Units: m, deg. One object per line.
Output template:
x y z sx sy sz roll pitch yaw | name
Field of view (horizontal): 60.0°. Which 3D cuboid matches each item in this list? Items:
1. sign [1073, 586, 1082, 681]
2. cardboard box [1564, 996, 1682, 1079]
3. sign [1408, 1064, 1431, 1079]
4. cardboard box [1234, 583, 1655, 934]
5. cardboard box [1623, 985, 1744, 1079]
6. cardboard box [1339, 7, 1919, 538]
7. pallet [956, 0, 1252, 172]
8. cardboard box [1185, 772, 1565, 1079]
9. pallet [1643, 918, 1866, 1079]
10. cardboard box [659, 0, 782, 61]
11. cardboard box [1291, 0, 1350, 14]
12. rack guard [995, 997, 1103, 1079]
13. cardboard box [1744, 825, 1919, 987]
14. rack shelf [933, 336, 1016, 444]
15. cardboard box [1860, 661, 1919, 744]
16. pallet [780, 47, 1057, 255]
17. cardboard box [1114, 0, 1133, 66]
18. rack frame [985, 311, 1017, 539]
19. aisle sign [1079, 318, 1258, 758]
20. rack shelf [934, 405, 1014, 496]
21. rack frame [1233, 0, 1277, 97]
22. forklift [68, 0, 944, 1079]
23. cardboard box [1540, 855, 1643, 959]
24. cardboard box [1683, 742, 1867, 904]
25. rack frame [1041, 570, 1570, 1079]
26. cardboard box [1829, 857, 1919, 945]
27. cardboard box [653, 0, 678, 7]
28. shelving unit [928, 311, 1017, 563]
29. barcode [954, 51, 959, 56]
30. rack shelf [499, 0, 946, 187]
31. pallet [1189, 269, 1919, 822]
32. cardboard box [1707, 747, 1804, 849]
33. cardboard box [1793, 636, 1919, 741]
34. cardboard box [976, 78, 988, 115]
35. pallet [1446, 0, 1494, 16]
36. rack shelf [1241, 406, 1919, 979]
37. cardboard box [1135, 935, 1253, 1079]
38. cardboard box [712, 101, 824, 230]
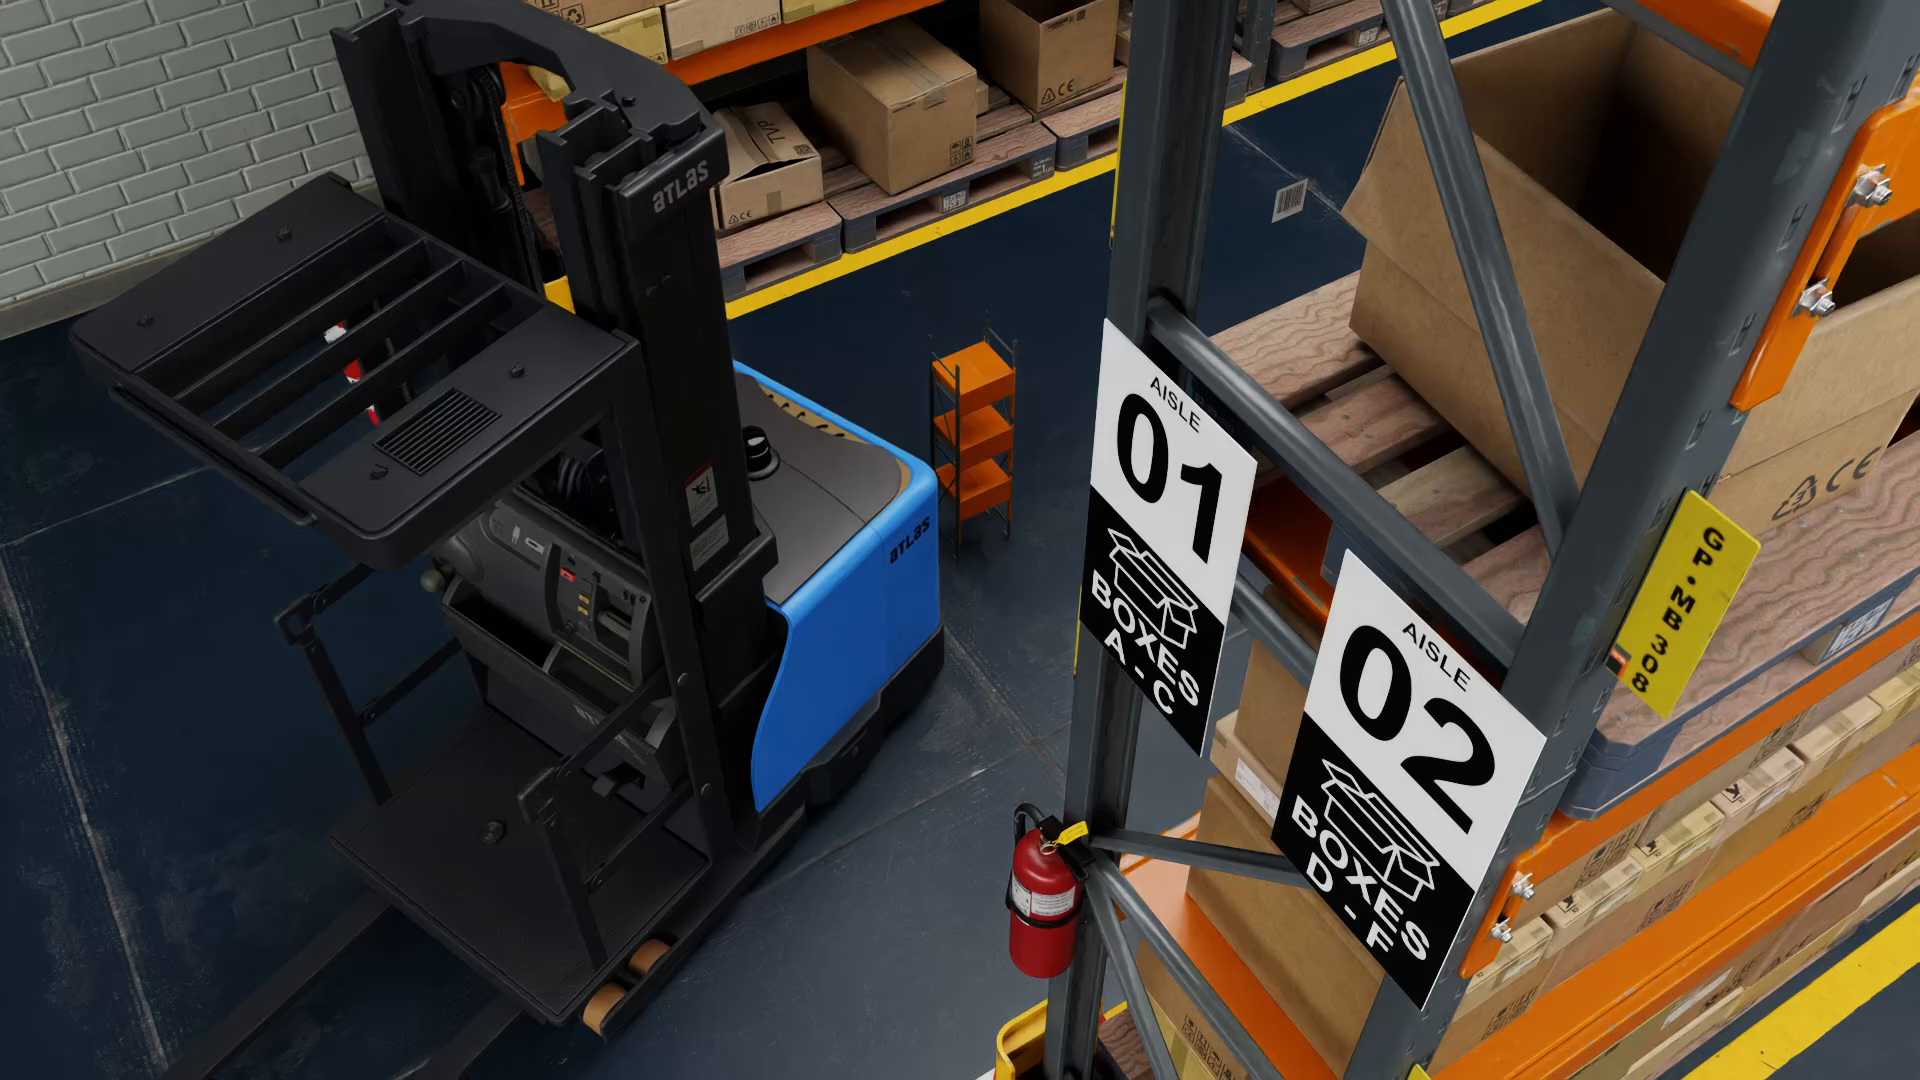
0.280 0.232 3.546 0.005 0.325 0.100 -25 53 -21 | sign
1.551 1.296 4.590 0.500 0.500 0.500 -25 53 -21 | cardboard box
0.848 1.083 3.090 0.005 0.325 0.100 -25 53 -21 | sign
1.004 0.381 3.412 0.500 0.500 0.700 -25 53 -21 | cardboard box
1.974 1.345 5.049 0.500 0.250 0.500 -25 53 -21 | cardboard box
1.046 -0.400 2.590 0.637 0.503 0.797 -22 52 -18 | cardboard box
0.745 -2.459 8.744 1.213 0.211 1.003 -25 53 -21 | pallet
0.959 0.833 3.878 0.500 0.500 0.700 -25 53 -21 | cardboard box
2.212 1.157 5.523 1.213 0.211 1.003 -25 53 -21 | pallet
-1.075 -2.250 6.777 0.500 0.250 0.500 -27 54 -22 | cardboard box
1.908 -3.296 9.001 0.500 0.500 0.700 -24 52 -20 | cardboard box
0.537 1.885 4.682 0.348 0.500 1.175 -25 53 -21 | rack guard
2.400 0.901 4.943 0.500 0.500 0.500 -25 53 -21 | cardboard box
0.045 -0.552 6.118 0.240 0.259 0.215 -25 53 -21 | rack shelf
2.092 0.261 3.953 0.250 0.149 0.380 -26 53 -21 | cardboard box
-0.288 -1.970 8.309 1.213 0.211 1.003 -25 53 -21 | pallet
0.857 -2.649 8.648 0.250 0.166 0.380 -32 56 -25 | cardboard box
0.148 -0.419 6.366 0.008 1.050 0.200 -25 53 -21 | rack frame
0.345 0.020 2.928 0.004 0.787 0.394 -25 53 -21 | aisle sign
0.045 -0.363 6.330 0.240 0.259 0.215 -25 53 -21 | rack shelf
1.294 -3.677 7.961 0.127 3.000 1.000 -25 53 -21 | rack frame
-1.341 0.175 4.577 1.130 2.935 3.031 29 54 23 | forklift
1.226 0.668 3.590 0.250 0.149 0.380 -27 53 -22 | cardboard box
1.824 0.427 4.240 0.500 0.500 0.700 -25 53 -21 | cardboard box
0.557 1.044 3.757 0.127 3.000 1.000 -25 53 -21 | rack frame
2.822 0.950 5.401 0.500 0.250 0.500 -25 53 -21 | cardboard box
-1.102 -2.480 6.480 0.500 0.500 0.500 -25 53 -21 | cardboard box
0.045 -0.370 6.322 0.252 1.050 0.215 -25 53 -21 | shelving unit
-0.035 -2.427 8.388 0.075 0.075 0.001 -25 53 -21 | barcode
-0.398 -2.641 7.520 4.000 0.370 1.077 -25 53 -21 | rack shelf
1.169 -0.189 2.906 1.213 0.211 1.003 -25 53 -21 | pallet
1.652 0.470 3.766 0.250 0.149 0.380 -26 53 -21 | cardboard box
1.871 -0.034 3.781 0.500 0.500 0.700 -25 53 -21 | cardboard box
-0.069 -2.250 8.305 0.250 0.149 0.380 -29 55 -24 | cardboard box
2.984 -3.550 9.715 1.213 0.211 1.003 -25 53 -21 | pallet
2.249 -0.511 3.615 4.000 0.370 1.077 -25 53 -21 | rack shelf
0.852 1.168 4.704 0.500 0.500 0.500 -25 53 -21 | cardboard box
-0.974 -1.781 7.779 0.500 0.311 0.500 -21 52 -18 | cardboard box
